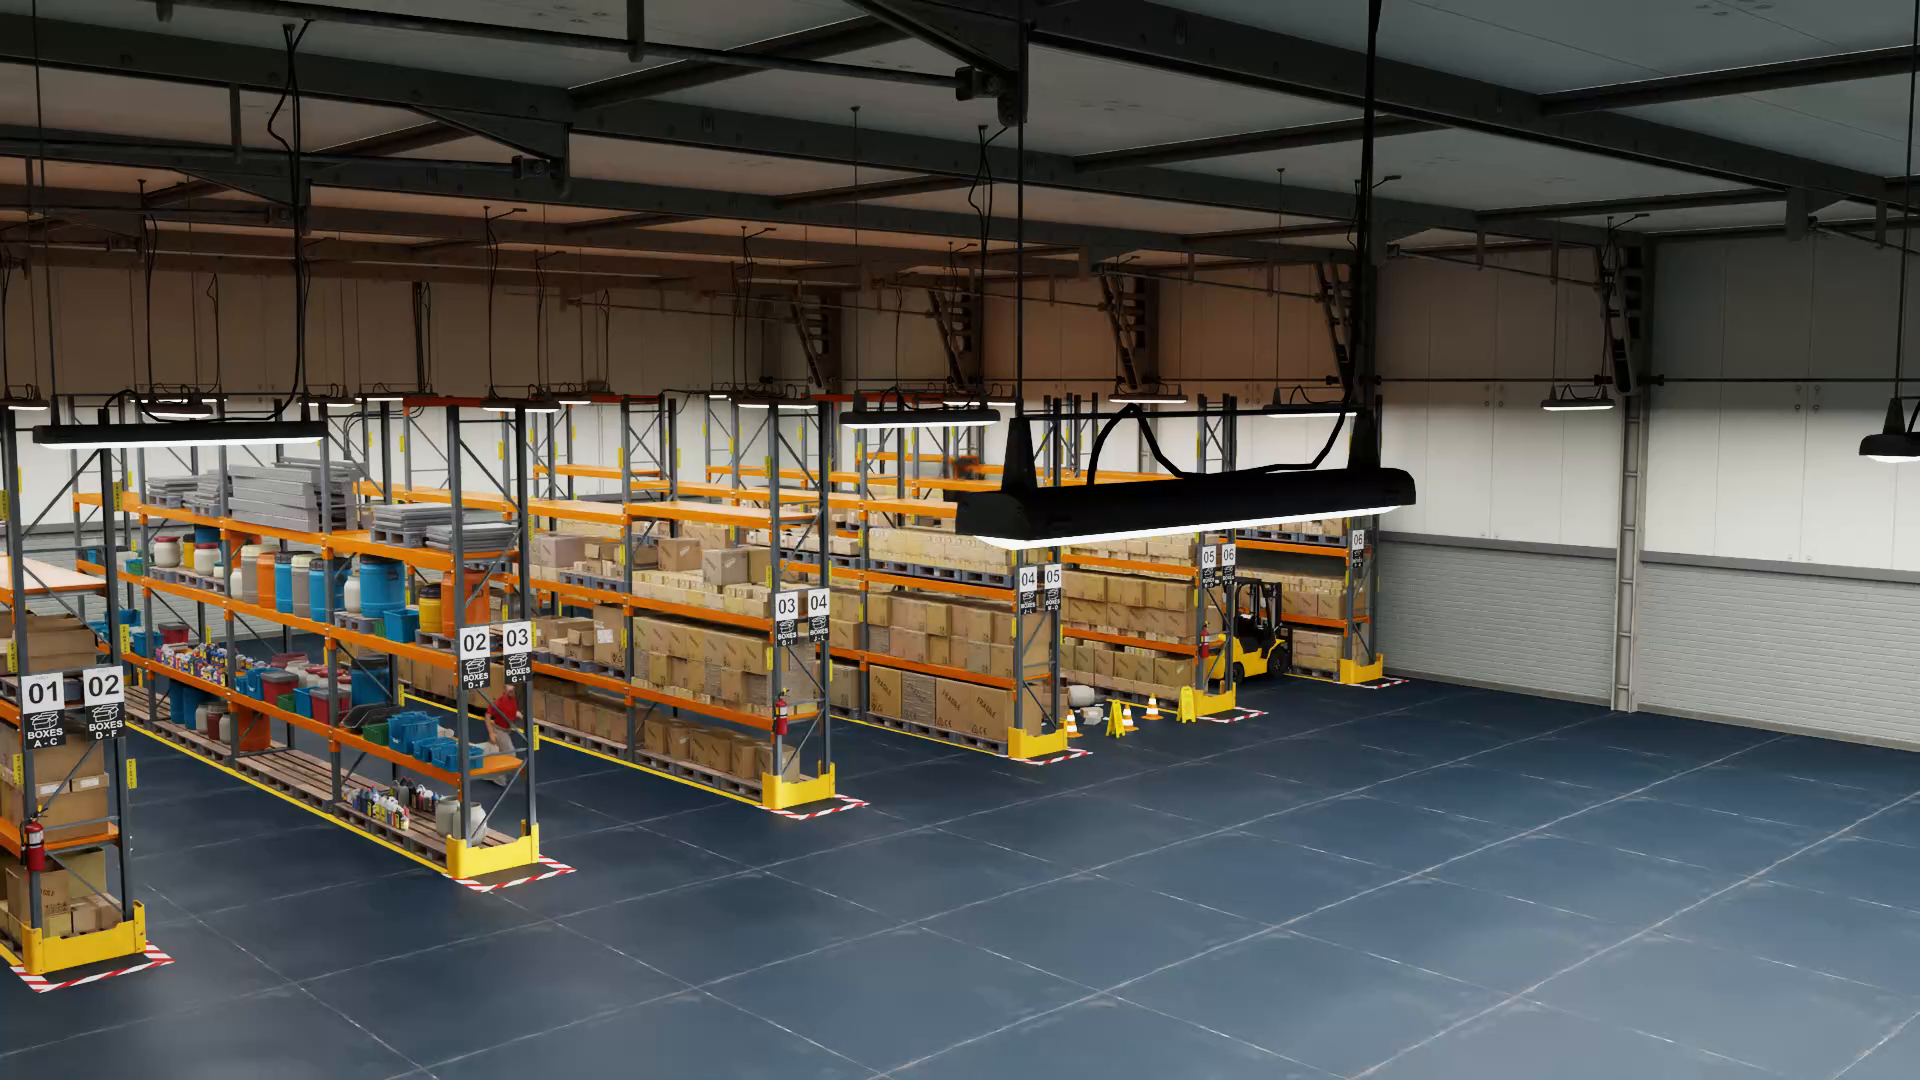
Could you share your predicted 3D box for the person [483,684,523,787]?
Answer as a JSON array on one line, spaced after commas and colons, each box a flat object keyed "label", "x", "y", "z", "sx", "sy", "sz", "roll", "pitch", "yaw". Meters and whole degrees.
[{"label": "person", "x": -7.094, "y": 3.038, "z": 25.986, "sx": 0.852, "sy": 1.694, "sz": 0.671, "roll": 0, "pitch": 6, "yaw": -3}]

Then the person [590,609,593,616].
[{"label": "person", "x": -9.911, "y": 1.265, "z": 44.353, "sx": 0.692, "sy": 1.586, "sz": 0.890, "roll": 0, "pitch": 6, "yaw": 4}]
